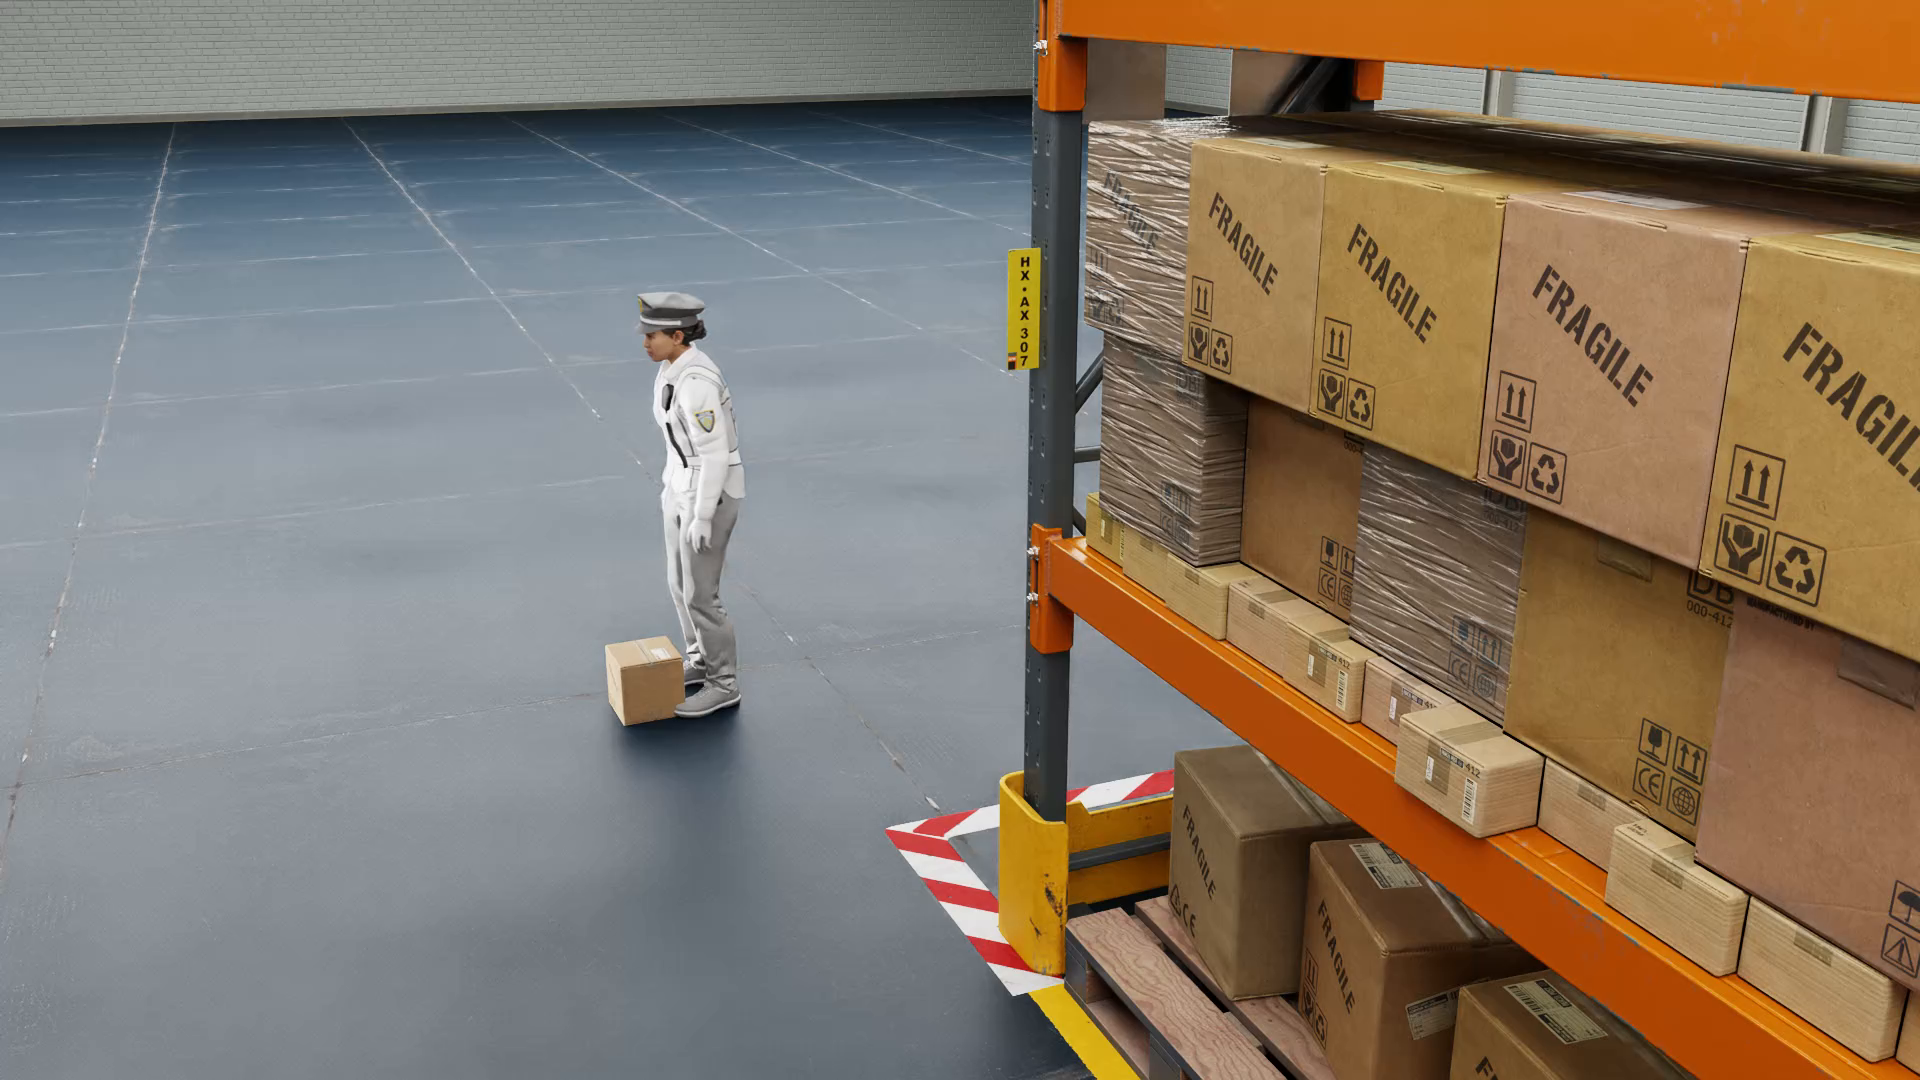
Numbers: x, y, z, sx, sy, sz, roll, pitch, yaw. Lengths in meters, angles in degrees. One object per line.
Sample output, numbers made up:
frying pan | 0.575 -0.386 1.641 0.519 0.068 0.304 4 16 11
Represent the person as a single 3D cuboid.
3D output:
person | -1.037 -0.143 6.476 0.376 1.661 0.530 -8 21 -22
